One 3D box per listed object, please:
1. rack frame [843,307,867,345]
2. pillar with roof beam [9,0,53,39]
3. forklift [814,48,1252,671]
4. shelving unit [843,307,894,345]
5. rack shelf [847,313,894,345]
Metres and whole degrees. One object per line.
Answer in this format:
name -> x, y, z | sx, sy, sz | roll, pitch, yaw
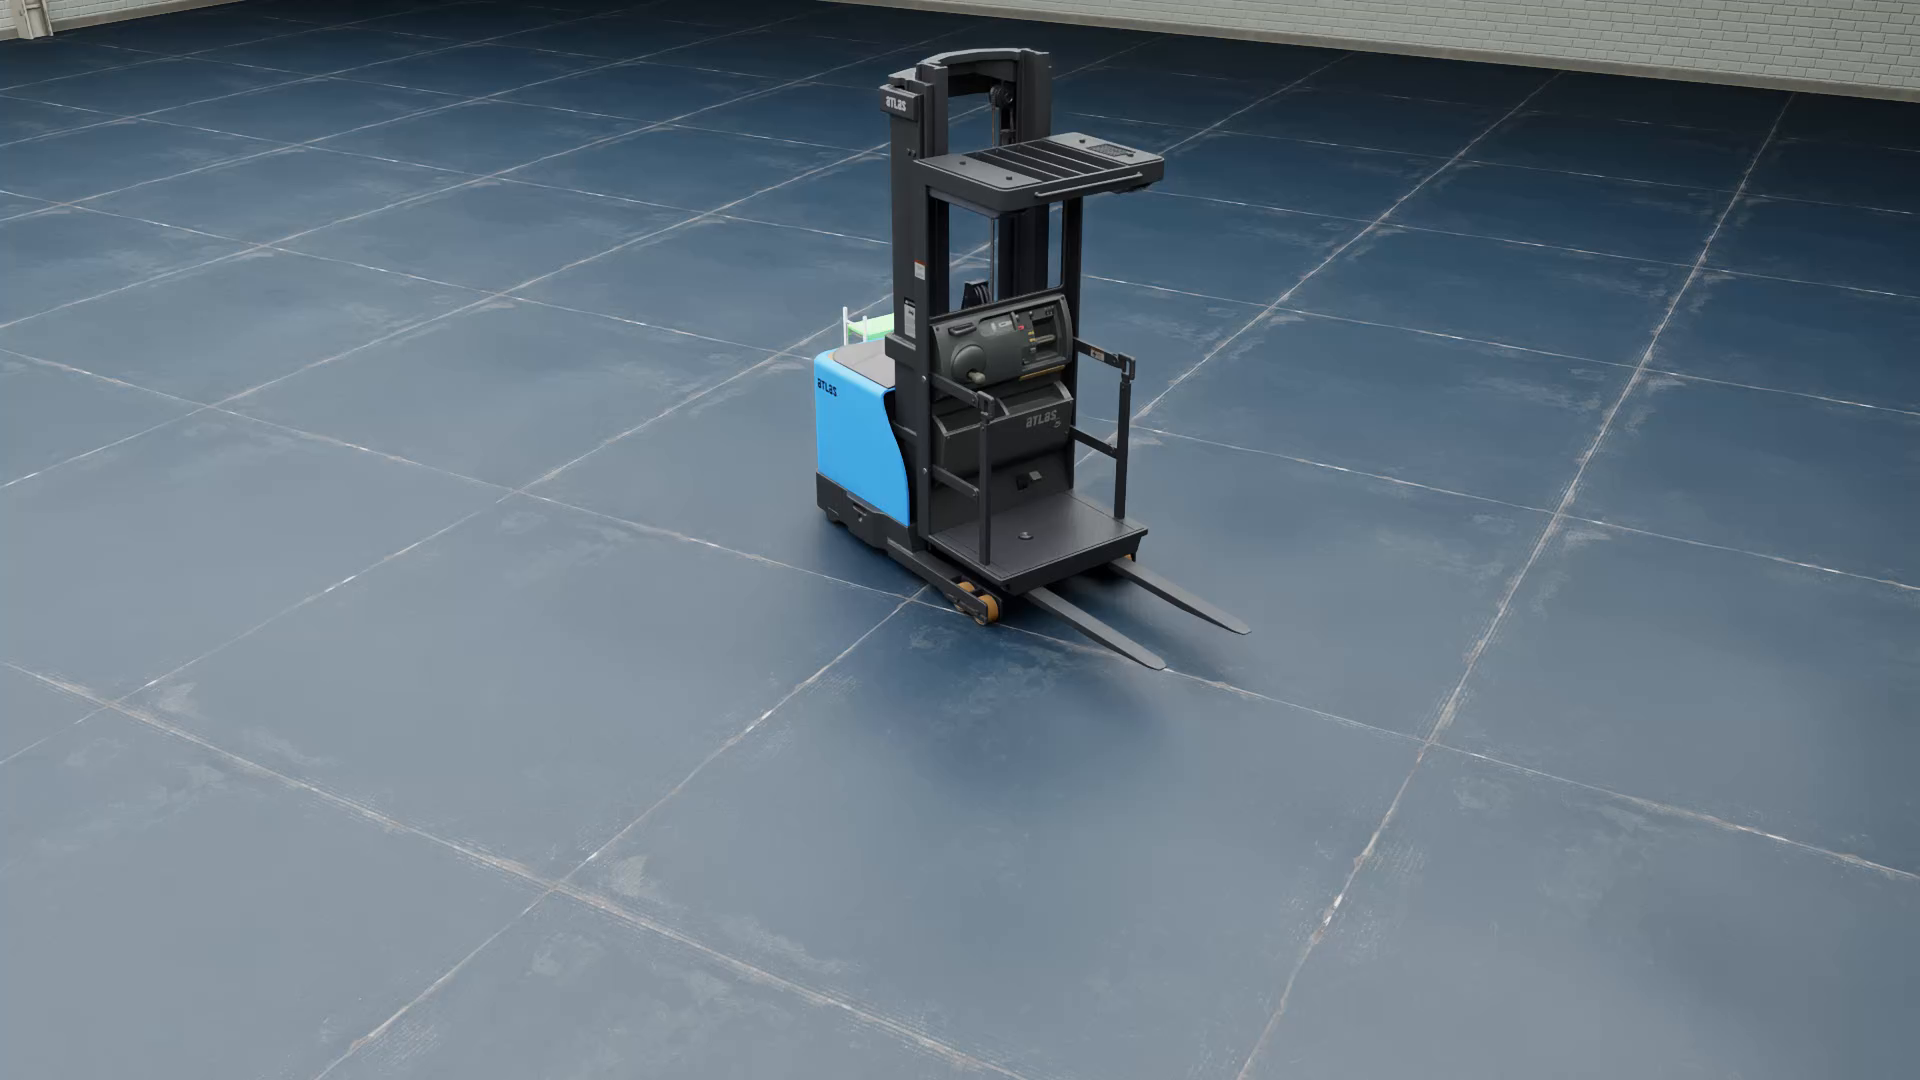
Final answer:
rack frame -> -0.659, -0.891, 10.690 | 0.015, 1.200, 0.240 | -19, 32, -33
pillar with roof beam -> -10.672, -10.935, 22.042 | 9.100, 9.000, 0.400 | 14, 30, 26
forklift -> 0.374, -1.085, 9.143 | 1.130, 2.935, 3.031 | -18, 32, -32
shelving unit -> -0.466, -0.958, 10.823 | 0.503, 1.200, 0.258 | -19, 32, -33
rack shelf -> -0.466, -1.330, 10.637 | 0.480, 0.148, 0.258 | -19, 32, -33
